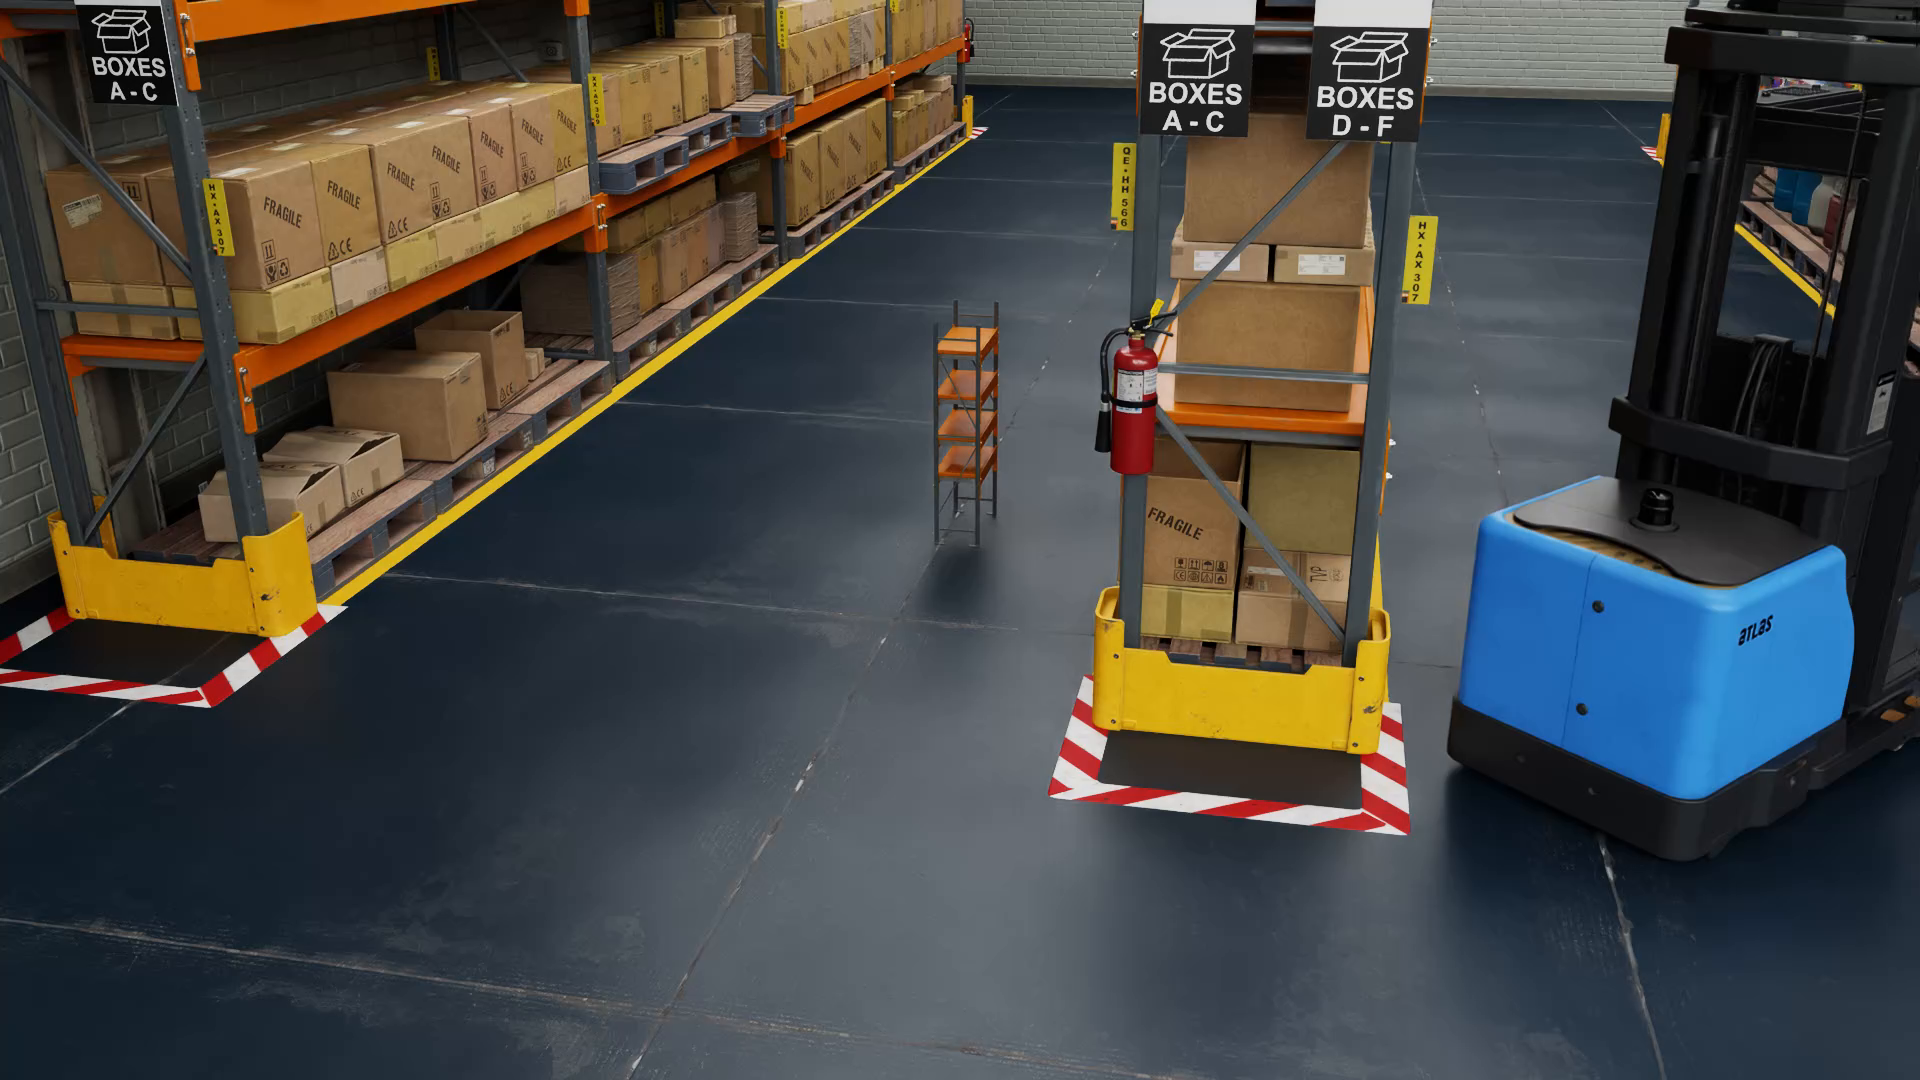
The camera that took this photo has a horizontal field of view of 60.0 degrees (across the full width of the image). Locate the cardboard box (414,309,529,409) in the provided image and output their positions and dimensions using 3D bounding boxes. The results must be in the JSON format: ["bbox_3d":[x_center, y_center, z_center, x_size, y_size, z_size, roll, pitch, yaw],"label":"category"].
[{"bbox_3d":[-3.053,-1.139,10.424,0.500,0.500,0.500,3,22,7],"label":"cardboard box"}]

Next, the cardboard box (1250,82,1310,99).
[{"bbox_3d":[1.374,-1.668,7.110,0.700,0.500,0.500,4,22,10],"label":"cardboard box"}]

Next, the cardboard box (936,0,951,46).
[{"bbox_3d":[-0.664,-6.551,20.703,0.980,0.700,0.700,4,22,10],"label":"cardboard box"}]

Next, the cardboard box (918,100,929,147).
[{"bbox_3d":[-0.783,-5.075,20.223,0.700,0.500,0.500,5,22,12],"label":"cardboard box"}]

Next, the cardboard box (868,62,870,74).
[{"bbox_3d":[-1.166,-4.965,17.476,0.380,0.149,0.250,5,23,13],"label":"cardboard box"}]

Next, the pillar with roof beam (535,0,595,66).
[{"bbox_3d":[1.038,-5.985,11.669,9.100,9.000,0.400,4,22,11],"label":"pillar with roof beam"}]

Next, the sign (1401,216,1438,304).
[{"bbox_3d":[1.695,-1.032,6.136,0.100,0.325,0.005,4,22,11],"label":"sign"}]

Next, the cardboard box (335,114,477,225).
[{"bbox_3d":[-2.989,-2.012,9.004,0.500,0.500,0.500,5,23,13],"label":"cardboard box"}]

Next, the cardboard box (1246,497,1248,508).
[{"bbox_3d":[1.670,-0.451,8.074,0.500,0.500,0.500,4,22,11],"label":"cardboard box"}]

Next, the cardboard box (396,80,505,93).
[{"bbox_3d":[-3.181,-2.609,10.486,0.500,0.500,0.500,4,22,10],"label":"cardboard box"}]

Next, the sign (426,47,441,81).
[{"bbox_3d":[-3.425,-3.055,10.875,0.100,0.325,0.005,4,22,11],"label":"sign"}]

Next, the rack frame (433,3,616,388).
[{"bbox_3d":[-2.881,-2.477,10.989,1.000,3.000,0.127,4,22,11],"label":"rack frame"}]

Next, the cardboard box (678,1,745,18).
[{"bbox_3d":[-2.226,-4.667,14.865,0.500,0.250,0.500,5,22,12],"label":"cardboard box"}]

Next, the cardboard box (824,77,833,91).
[{"bbox_3d":[-1.468,-4.497,16.315,0.380,0.149,0.250,5,22,11],"label":"cardboard box"}]

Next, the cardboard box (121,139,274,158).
[{"bbox_3d":[-3.697,-1.674,8.165,0.500,0.500,0.500,5,22,12],"label":"cardboard box"}]

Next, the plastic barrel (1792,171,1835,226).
[{"bbox_3d":[8.178,-3.413,15.559,0.600,0.901,0.708,4,22,11],"label":"plastic barrel"}]

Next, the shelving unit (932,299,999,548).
[{"bbox_3d":[0.034,-0.617,8.780,0.258,1.200,0.503,4,22,11],"label":"shelving unit"}]

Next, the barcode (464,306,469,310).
[{"bbox_3d":[-3.226,-1.491,10.869,0.001,0.075,0.075,4,22,11],"label":"barcode"}]

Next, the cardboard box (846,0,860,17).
[{"bbox_3d":[-1.311,-5.381,16.638,0.500,0.250,0.500,5,22,12],"label":"cardboard box"}]

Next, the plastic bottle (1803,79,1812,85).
[{"bbox_3d":[7.794,-4.111,15.213,0.152,0.276,0.135,4,22,11],"label":"plastic bottle"}]

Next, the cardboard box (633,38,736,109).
[{"bbox_3d":[-2.238,-3.811,13.580,0.700,0.500,0.500,2,22,6],"label":"cardboard box"}]

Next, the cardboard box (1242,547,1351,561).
[{"bbox_3d":[1.579,0.080,7.758,0.500,0.250,0.500,4,22,11],"label":"cardboard box"}]

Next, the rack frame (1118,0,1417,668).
[{"bbox_3d":[1.153,-0.638,6.423,1.000,3.000,0.127,4,22,11],"label":"rack frame"}]

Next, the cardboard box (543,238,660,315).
[{"bbox_3d":[-2.691,-1.985,12.524,0.700,0.500,0.500,4,22,10],"label":"cardboard box"}]

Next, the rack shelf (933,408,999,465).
[{"bbox_3d":[0.034,-0.555,8.805,0.258,0.148,0.480,4,22,11],"label":"rack shelf"}]

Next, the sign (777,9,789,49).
[{"bbox_3d":[-1.531,-4.403,14.326,0.100,0.325,0.005,4,22,11],"label":"sign"}]

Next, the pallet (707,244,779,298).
[{"bbox_3d":[-2.225,-2.361,14.433,1.003,0.211,1.213,4,22,11],"label":"pallet"}]

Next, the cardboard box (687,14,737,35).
[{"bbox_3d":[-2.106,-4.363,14.081,0.380,0.149,0.250,2,22,4],"label":"cardboard box"}]

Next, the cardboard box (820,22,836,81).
[{"bbox_3d":[-1.497,-4.664,15.861,0.500,0.500,0.500,4,22,11],"label":"cardboard box"}]

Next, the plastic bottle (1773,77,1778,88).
[{"bbox_3d":[7.958,-4.492,16.148,0.061,0.283,0.133,4,22,11],"label":"plastic bottle"}]

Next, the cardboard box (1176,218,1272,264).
[{"bbox_3d":[1.097,-1.235,6.904,0.380,0.149,0.250,5,22,12],"label":"cardboard box"}]

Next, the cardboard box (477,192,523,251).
[{"bbox_3d":[-2.878,-1.854,9.616,0.500,0.250,0.500,4,22,11],"label":"cardboard box"}]

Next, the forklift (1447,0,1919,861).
[{"bbox_3d":[3.402,-0.646,6.534,3.031,2.935,1.130,-16,27,-35],"label":"forklift"}]

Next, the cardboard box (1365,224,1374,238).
[{"bbox_3d":[1.495,-1.209,6.839,0.380,0.149,0.250,4,22,10],"label":"cardboard box"}]

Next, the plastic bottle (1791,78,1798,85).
[{"bbox_3d":[7.858,-4.274,15.622,0.097,0.271,0.097,0,22,0],"label":"plastic bottle"}]

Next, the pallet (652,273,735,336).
[{"bbox_3d":[-2.477,-1.916,13.329,1.003,0.211,1.213,4,22,11],"label":"pallet"}]

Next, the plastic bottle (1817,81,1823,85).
[{"bbox_3d":[7.696,-3.984,14.903,0.097,0.271,0.097,0,22,0],"label":"plastic bottle"}]

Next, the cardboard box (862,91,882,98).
[{"bbox_3d":[-1.061,-5.256,19.805,0.380,0.149,0.250,4,22,9],"label":"cardboard box"}]

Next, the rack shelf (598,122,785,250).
[{"bbox_3d":[-2.473,-2.875,12.940,1.077,0.370,4.000,4,22,11],"label":"rack shelf"}]

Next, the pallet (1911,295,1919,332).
[{"bbox_3d":[7.438,-1.611,12.571,1.003,0.211,1.213,4,22,11],"label":"pallet"}]

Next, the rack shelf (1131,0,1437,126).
[{"bbox_3d":[1.561,-2.427,7.813,1.077,0.370,4.000,4,22,11],"label":"rack shelf"}]

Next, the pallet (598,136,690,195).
[{"bbox_3d":[-2.582,-2.657,11.692,1.003,0.211,1.213,4,22,11],"label":"pallet"}]

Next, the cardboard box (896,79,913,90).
[{"bbox_3d":[-0.801,-5.723,20.963,0.380,0.149,0.250,5,22,11],"label":"cardboard box"}]

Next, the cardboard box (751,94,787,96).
[{"bbox_3d":[-1.771,-3.936,14.920,0.380,0.149,0.250,4,22,10],"label":"cardboard box"}]

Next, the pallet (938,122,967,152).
[{"bbox_3d":[-0.519,-5.274,21.666,1.003,0.211,1.213,4,22,11],"label":"pallet"}]

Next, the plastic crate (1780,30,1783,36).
[{"bbox_3d":[9.381,-6.018,19.654,0.616,0.435,0.499,4,22,11],"label":"plastic crate"}]

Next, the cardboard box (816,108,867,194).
[{"bbox_3d":[-1.432,-4.028,17.155,0.750,0.750,0.750,5,23,13],"label":"cardboard box"}]

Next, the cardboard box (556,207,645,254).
[{"bbox_3d":[-2.660,-2.301,12.306,0.500,0.250,0.500,4,22,10],"label":"cardboard box"}]
